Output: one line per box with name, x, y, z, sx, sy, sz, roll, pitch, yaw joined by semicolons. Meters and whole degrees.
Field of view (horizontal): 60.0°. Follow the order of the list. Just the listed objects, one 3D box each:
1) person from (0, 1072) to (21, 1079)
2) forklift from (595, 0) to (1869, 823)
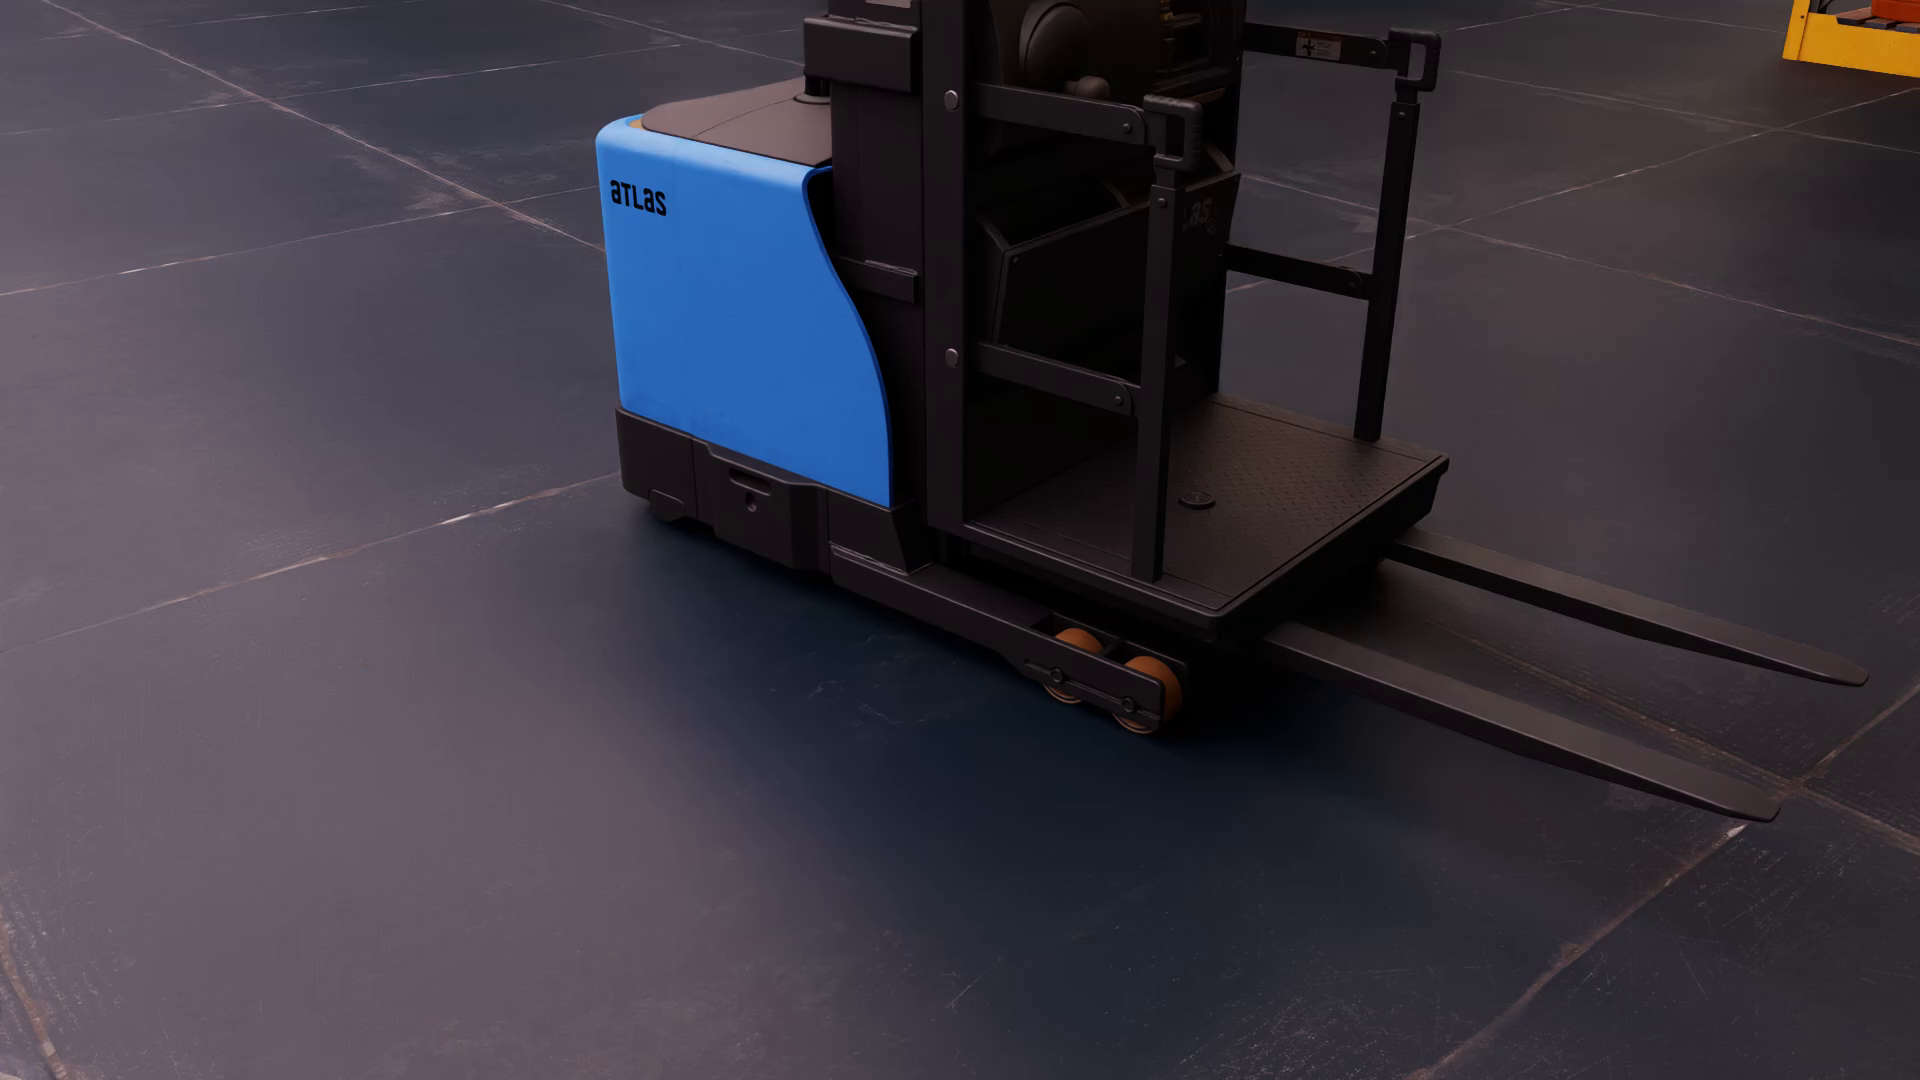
person;-1.447;0.381;1.818;0.977;1.727;0.762;10;28;20
forklift;0.508;-1.154;3.529;3.031;2.935;1.130;20;33;35
